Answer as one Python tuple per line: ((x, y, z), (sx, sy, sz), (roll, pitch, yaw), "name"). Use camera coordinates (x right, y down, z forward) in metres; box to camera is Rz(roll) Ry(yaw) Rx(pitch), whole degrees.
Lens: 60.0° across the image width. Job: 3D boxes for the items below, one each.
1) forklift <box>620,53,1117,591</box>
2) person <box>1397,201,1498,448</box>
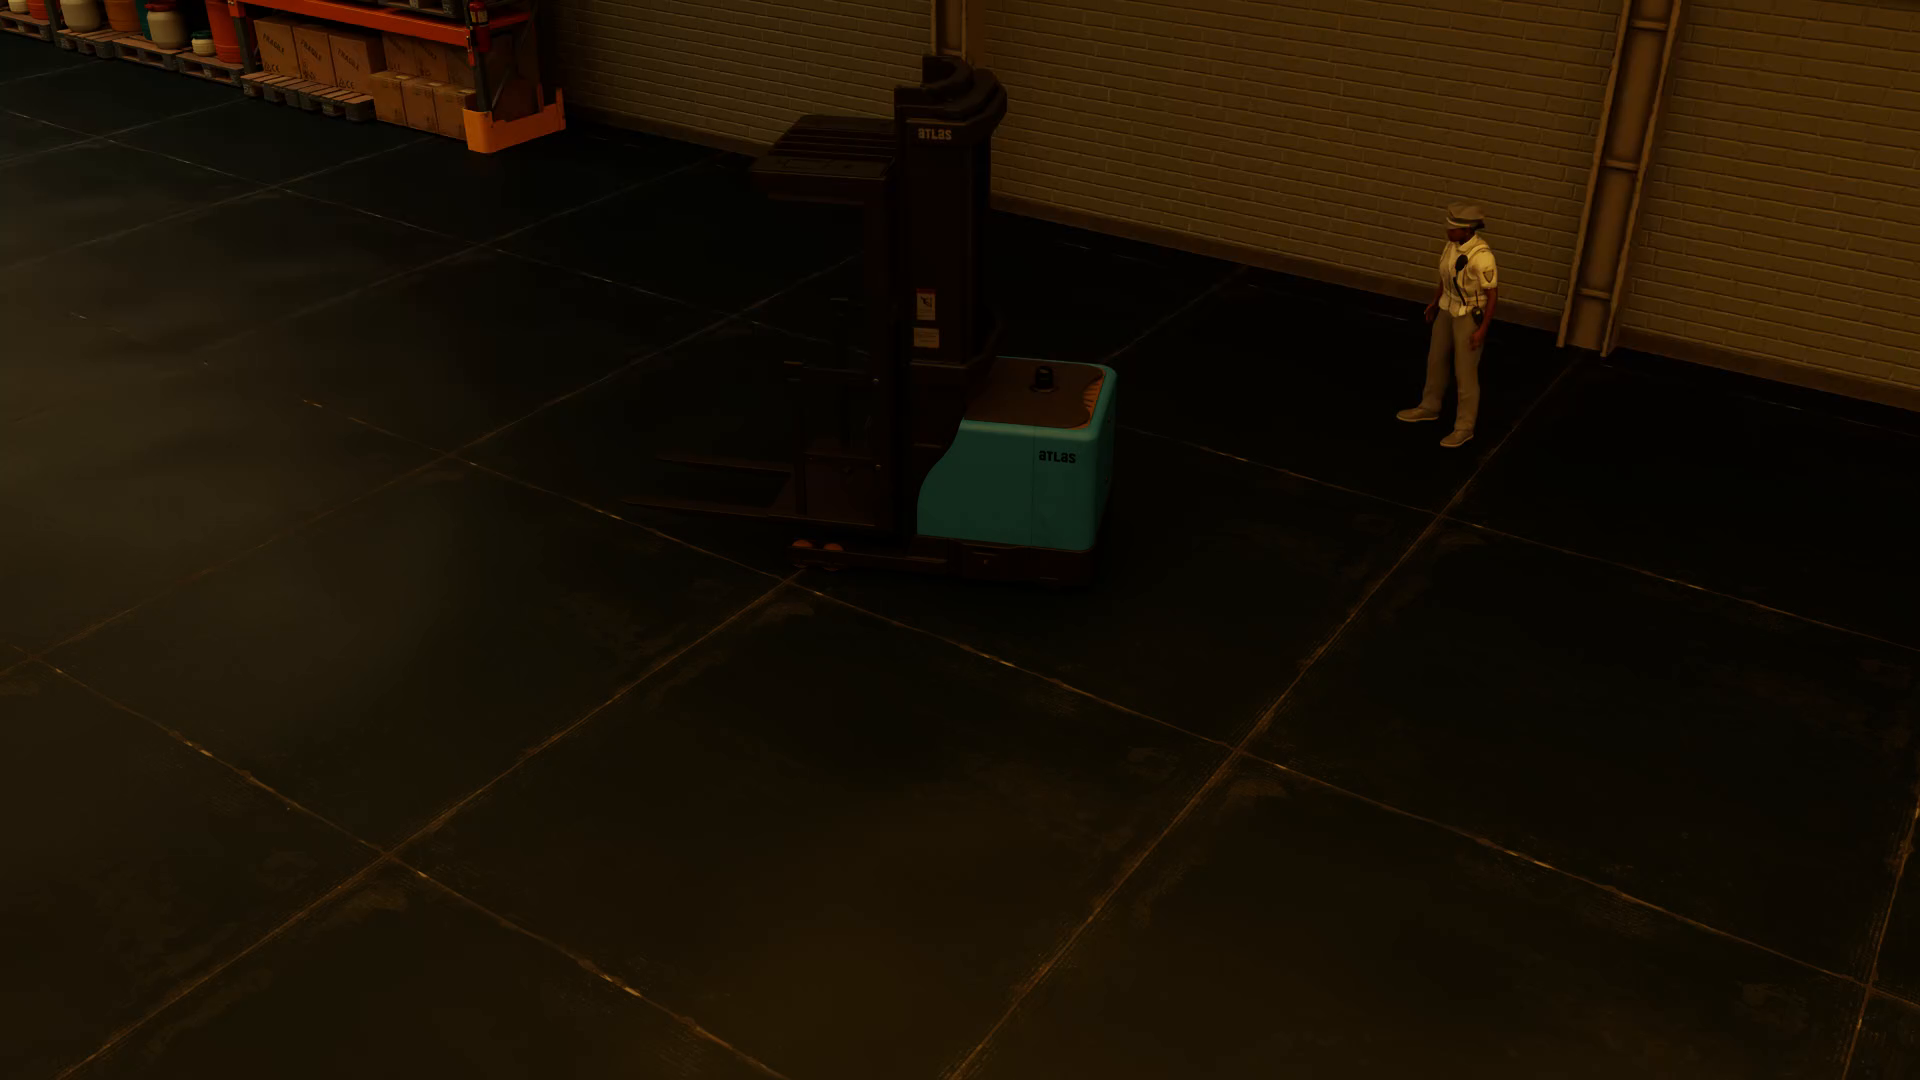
((-0.596, -1.330, 9.871), (3.031, 2.935, 1.130), (6, 31, 10), "forklift")
((3.433, -1.511, 11.456), (0.430, 1.664, 0.620), (-10, 32, -16), "person")
